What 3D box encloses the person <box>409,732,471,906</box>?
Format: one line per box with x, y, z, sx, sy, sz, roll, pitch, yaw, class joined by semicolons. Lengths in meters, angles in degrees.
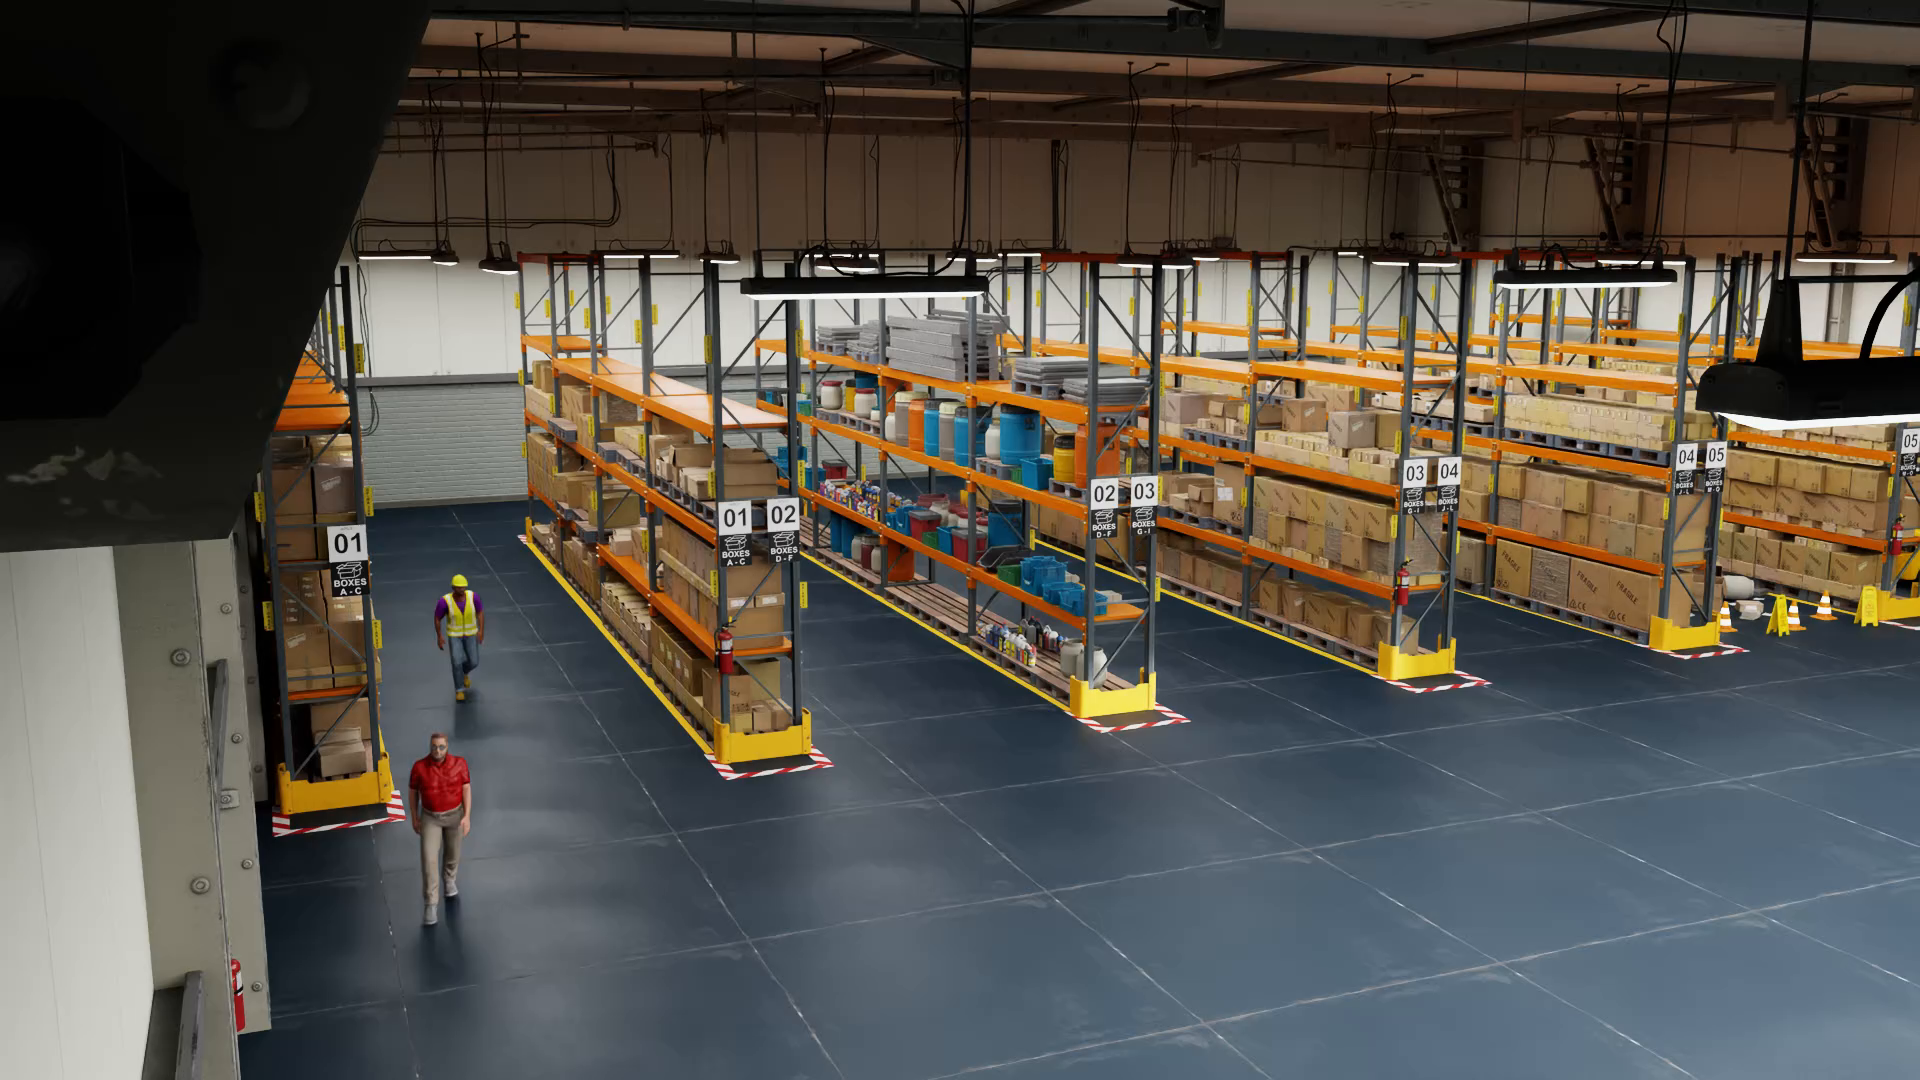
-4.926;2.605;15.800;0.547;1.617;0.734;-5;12;-27;person

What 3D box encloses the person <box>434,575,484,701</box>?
-6.947;1.312;23.071;0.658;1.745;0.655;-6;12;-29;person
